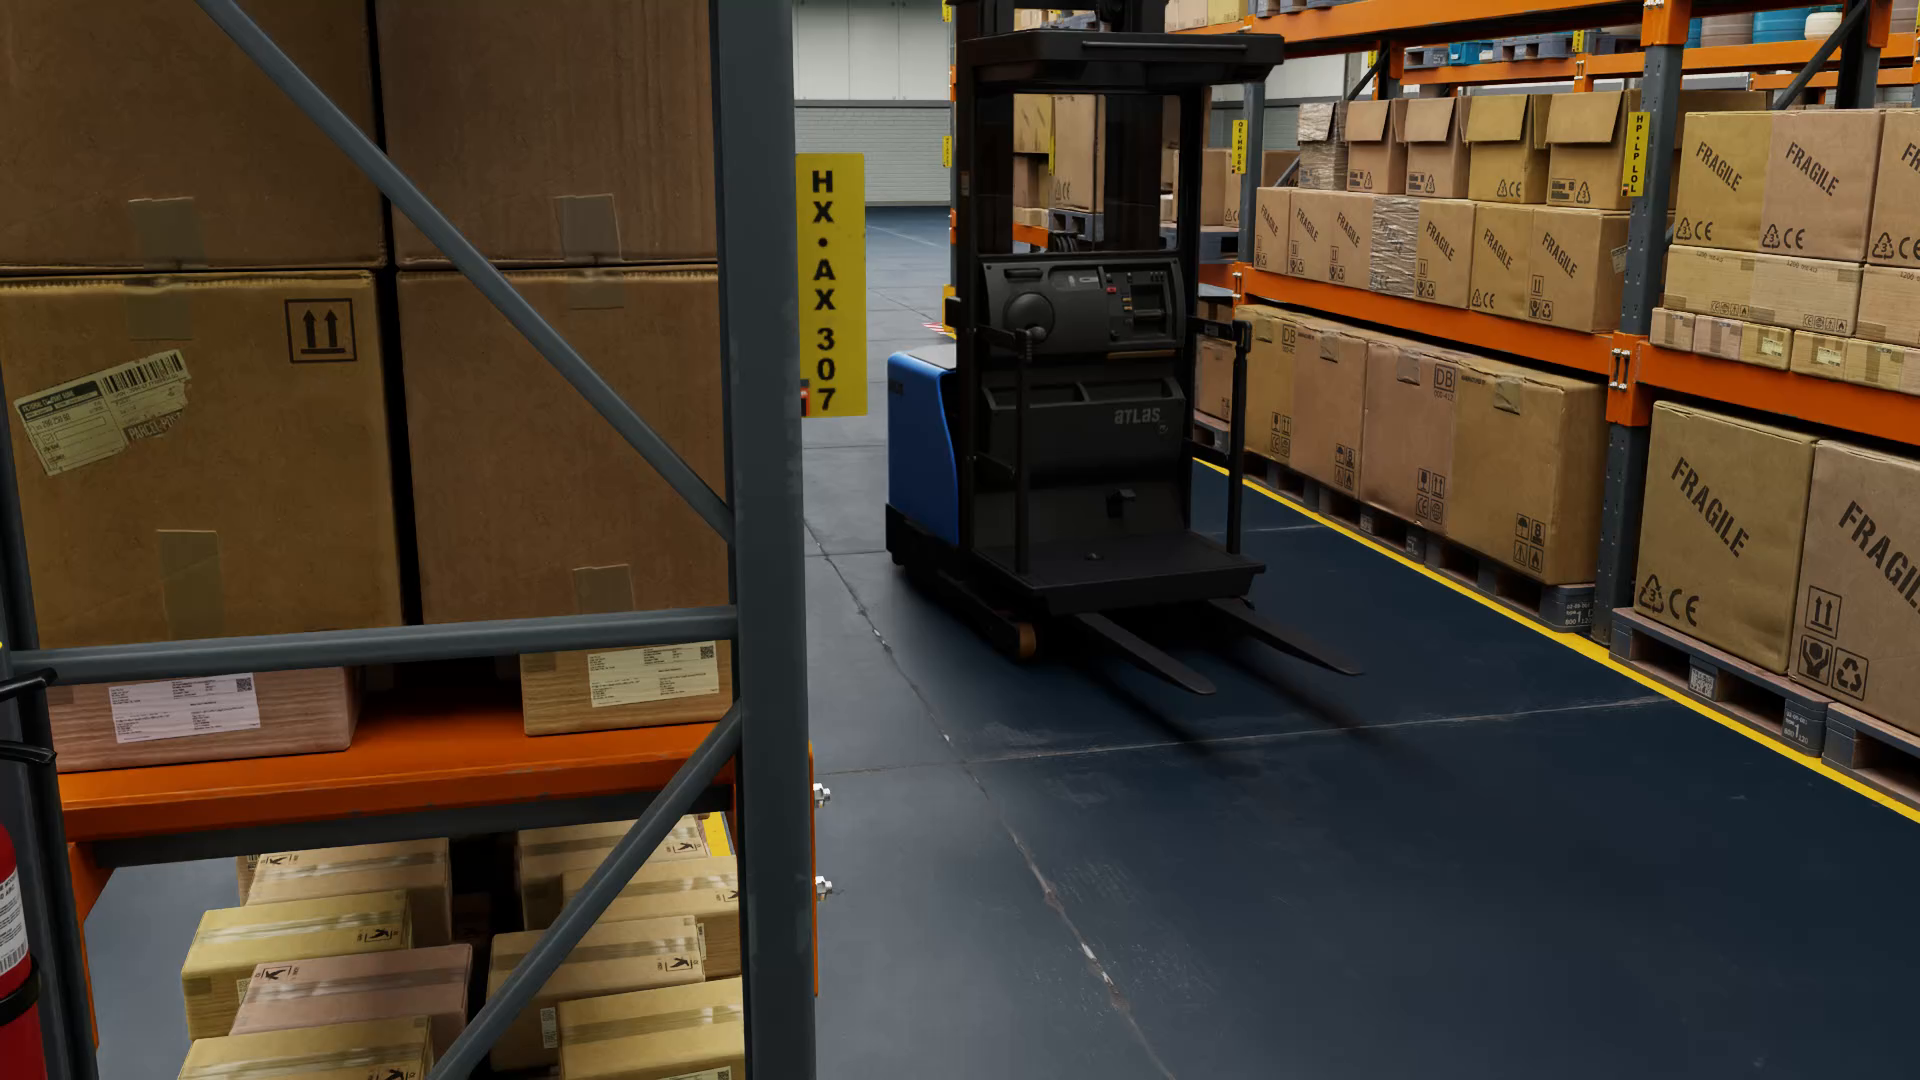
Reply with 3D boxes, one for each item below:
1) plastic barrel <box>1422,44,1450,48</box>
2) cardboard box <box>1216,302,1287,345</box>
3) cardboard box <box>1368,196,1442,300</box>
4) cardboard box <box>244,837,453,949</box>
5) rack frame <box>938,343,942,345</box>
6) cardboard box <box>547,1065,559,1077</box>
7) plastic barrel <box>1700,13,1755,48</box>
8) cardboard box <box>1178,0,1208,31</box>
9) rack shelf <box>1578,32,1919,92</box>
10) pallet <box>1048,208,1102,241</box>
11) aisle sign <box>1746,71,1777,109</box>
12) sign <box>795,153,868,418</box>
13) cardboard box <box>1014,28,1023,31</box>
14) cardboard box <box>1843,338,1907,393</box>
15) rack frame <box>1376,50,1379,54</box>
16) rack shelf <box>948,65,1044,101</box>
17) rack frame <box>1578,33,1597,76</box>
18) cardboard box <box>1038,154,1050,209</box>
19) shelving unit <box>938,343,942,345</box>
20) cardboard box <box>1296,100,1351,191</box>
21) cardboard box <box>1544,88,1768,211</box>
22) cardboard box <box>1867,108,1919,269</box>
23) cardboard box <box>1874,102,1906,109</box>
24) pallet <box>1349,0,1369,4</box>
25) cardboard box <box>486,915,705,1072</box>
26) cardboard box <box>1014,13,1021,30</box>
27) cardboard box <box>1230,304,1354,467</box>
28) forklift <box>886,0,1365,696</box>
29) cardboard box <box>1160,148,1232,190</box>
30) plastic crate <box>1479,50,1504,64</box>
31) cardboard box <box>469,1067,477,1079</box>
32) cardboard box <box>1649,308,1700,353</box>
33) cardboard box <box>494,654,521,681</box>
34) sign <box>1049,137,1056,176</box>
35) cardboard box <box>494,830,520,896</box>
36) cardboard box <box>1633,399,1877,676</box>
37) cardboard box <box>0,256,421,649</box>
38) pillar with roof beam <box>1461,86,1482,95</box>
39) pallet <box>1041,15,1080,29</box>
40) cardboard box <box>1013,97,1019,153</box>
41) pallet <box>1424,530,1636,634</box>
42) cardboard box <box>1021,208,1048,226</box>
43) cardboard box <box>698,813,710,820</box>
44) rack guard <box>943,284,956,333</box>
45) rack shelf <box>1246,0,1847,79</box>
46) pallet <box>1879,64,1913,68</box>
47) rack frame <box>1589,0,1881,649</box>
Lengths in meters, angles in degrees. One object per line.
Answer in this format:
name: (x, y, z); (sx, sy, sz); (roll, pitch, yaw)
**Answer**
plastic barrel: (5.445, -5.849, 18.437); (0.600, 0.830, 0.708); (-3, 14, -13)
cardboard box: (2.085, -1.479, 11.421); (0.500, 0.250, 0.500); (-3, 14, -11)
cardboard box: (2.484, -1.531, 8.665); (0.500, 0.500, 0.500); (-3, 14, -13)
cardboard box: (-1.252, 0.743, 3.434); (0.380, 0.149, 0.250); (-4, 14, -15)
rack frame: (-0.016, -0.526, 8.867); (0.200, 1.050, 0.008); (-3, 14, -13)
cardboard box: (-0.577, 0.971, 3.127); (0.380, 0.149, 0.250); (-3, 14, -13)
plastic barrel: (6.631, -4.606, 14.083); (0.600, 0.901, 0.600); (0, 14, 0)
cardboard box: (1.792, -3.556, 11.160); (0.500, 0.250, 0.500); (-3, 14, -13)
rack shelf: (6.617, -3.808, 13.387); (1.077, 0.370, 4.000); (-3, 14, -13)
pallet: (1.371, -2.608, 13.684); (1.003, 0.211, 1.213); (-3, 14, -13)
aisle sign: (9.710, -5.620, 20.134); (0.394, 0.787, 0.004); (-3, 14, -13)
sign: (-0.167, -0.315, 2.070); (0.100, 0.325, 0.005); (-3, 14, -13)
cardboard box: (0.734, -4.598, 15.425); (0.500, 0.250, 0.500); (-3, 14, -14)
cardboard box: (3.205, -0.590, 5.551); (0.380, 0.149, 0.250); (-3, 14, -14)
rack frame: (5.207, -6.998, 18.612); (1.000, 3.000, 0.127); (-3, 14, -13)
rack shelf: (0.863, -4.454, 16.034); (1.077, 0.370, 4.000); (-3, 14, -13)
rack frame: (6.147, -3.161, 15.547); (1.000, 3.000, 0.127); (-3, 14, -13)
cardboard box: (1.204, -3.303, 15.289); (0.875, 0.500, 0.500); (-3, 14, -13)
shelving unit: (0.013, -0.498, 8.752); (0.215, 1.050, 0.252); (-3, 14, -13)
cardboard box: (2.428, -2.329, 9.814); (0.797, 0.503, 0.637); (-3, 14, -11)
cardboard box: (3.053, -1.722, 7.333); (0.797, 0.503, 0.637); (-4, 14, -15)
cardboard box: (3.310, -1.117, 5.288); (0.500, 0.500, 0.500); (-4, 14, -15)
cardboard box: (10.499, -4.565, 18.346); (0.700, 0.500, 0.500); (-3, 14, -13)
pallet: (2.740, -2.924, 8.655); (1.003, 0.211, 1.213); (-3, 14, -11)
cardboard box: (-0.669, 0.831, 3.072); (0.380, 0.149, 0.250); (-3, 14, -12)
cardboard box: (0.661, -4.826, 15.515); (0.380, 0.149, 0.250); (-3, 14, -11)
cardboard box: (2.414, -0.974, 10.185); (1.225, 0.875, 0.875); (-4, 14, -16)
forklift: (0.621, -1.034, 6.985); (1.130, 2.935, 3.031); (-5, 15, -20)
cardboard box: (1.829, -2.745, 12.739); (0.797, 0.503, 0.637); (-2, 14, -7)
plastic crate: (5.377, -4.838, 16.645); (0.243, 0.136, 0.396); (-3, 14, -13)
cardboard box: (-1.158, 1.088, 3.276); (0.380, 0.149, 0.250); (-3, 14, -13)
cardboard box: (2.957, -0.831, 6.537); (0.380, 0.149, 0.250); (-3, 14, -13)
cardboard box: (-0.552, 0.109, 2.691); (0.380, 0.149, 0.250); (-3, 14, -11)
sign: (0.807, -3.274, 14.183); (0.100, 0.325, 0.005); (-3, 14, -13)
cardboard box: (-0.934, 0.738, 4.081); (0.380, 0.149, 0.250); (-3, 14, -10)
cardboard box: (3.289, -0.055, 6.423); (0.875, 0.875, 0.875); (-3, 14, -13)
cardboard box: (-1.050, -0.146, 2.368); (0.500, 0.500, 0.500); (-3, 14, -12)
pillar with roof beam: (7.431, -11.350, 36.423); (9.100, 9.000, 0.400); (-3, 14, -13)
pallet: (1.374, -4.103, 13.476); (1.213, 0.211, 1.003); (-3, 14, -13)
cardboard box: (0.724, -3.883, 15.557); (0.500, 0.500, 0.500); (-3, 14, -13)
pallet: (2.957, 0.141, 7.905); (1.003, 0.211, 1.213); (-3, 14, -13)
cardboard box: (0.779, -2.967, 15.281); (0.380, 0.149, 0.250); (-3, 14, -13)
cardboard box: (-0.815, 0.586, 4.078); (0.380, 0.149, 0.250); (-3, 14, -12)
rack guard: (0.411, -2.576, 18.418); (1.175, 0.500, 0.348); (-3, 14, -13)
rack shelf: (2.742, -2.609, 8.480); (1.077, 0.370, 4.000); (-3, 14, -13)
pallet: (10.454, -5.327, 18.277); (1.003, 0.211, 1.213); (-3, 14, -13)
rack frame: (3.211, -1.040, 6.862); (1.000, 3.000, 0.127); (-3, 14, -13)
